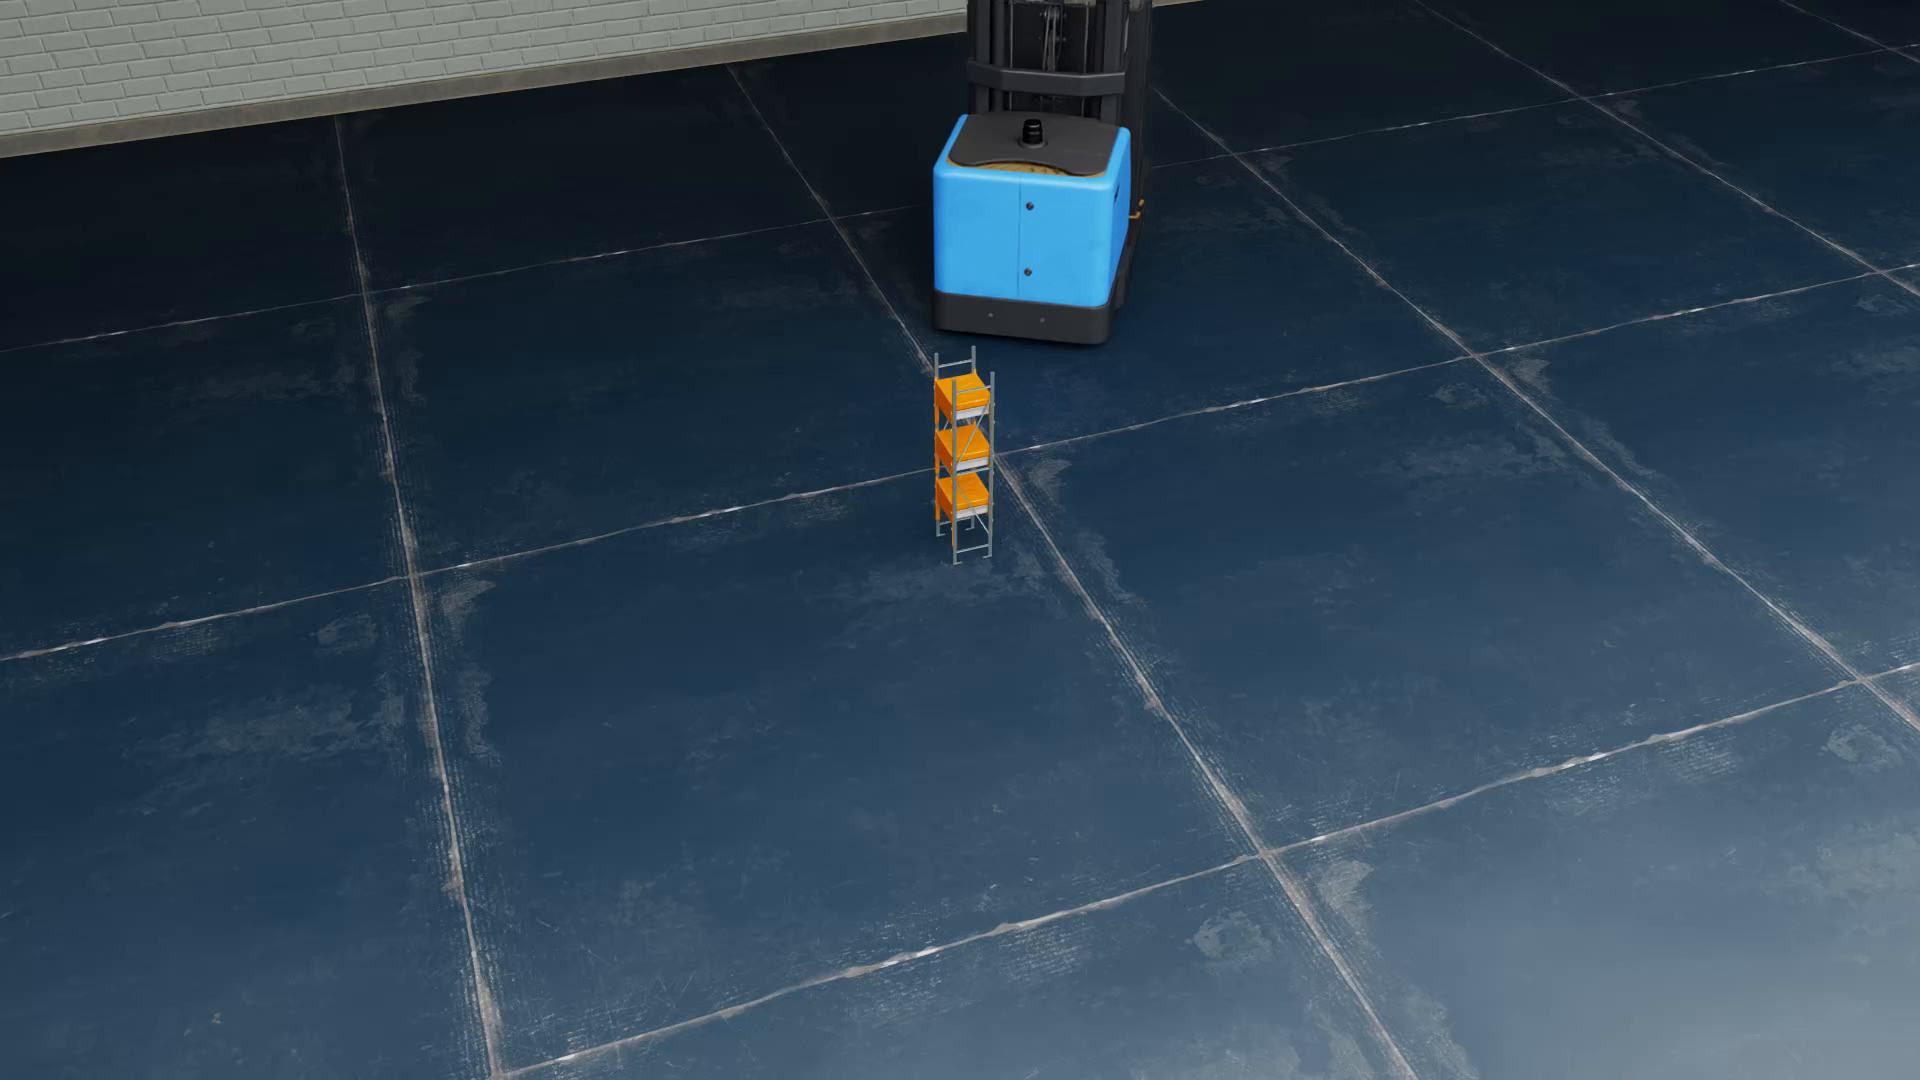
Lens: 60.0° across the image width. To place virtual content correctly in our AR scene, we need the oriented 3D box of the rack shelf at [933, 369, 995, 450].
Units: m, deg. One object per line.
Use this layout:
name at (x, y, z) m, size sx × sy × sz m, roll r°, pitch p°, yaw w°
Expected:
rack shelf at (0.018, -0.607, 7.730) m, size 0.215 × 0.259 × 0.240 m, roll -12°, pitch 39°, yaw -16°

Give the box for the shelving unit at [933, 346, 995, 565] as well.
shelving unit at (0.018, -0.389, 7.894) m, size 0.215 × 1.050 × 0.252 m, roll -12°, pitch 39°, yaw -16°

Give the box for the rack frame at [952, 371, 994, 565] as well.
rack frame at (0.060, -0.320, 7.803) m, size 0.200 × 1.050 × 0.008 m, roll -12°, pitch 39°, yaw -16°

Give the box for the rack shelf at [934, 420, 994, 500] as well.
rack shelf at (0.018, -0.381, 7.900) m, size 0.215 × 0.259 × 0.240 m, roll -12°, pitch 39°, yaw -16°

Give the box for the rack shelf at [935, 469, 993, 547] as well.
rack shelf at (0.018, -0.159, 8.068) m, size 0.215 × 0.259 × 0.240 m, roll -12°, pitch 39°, yaw -16°

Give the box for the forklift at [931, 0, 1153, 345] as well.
forklift at (0.632, -3.189, 10.048) m, size 1.130 × 2.935 × 3.031 m, roll 7°, pitch 38°, yaw 9°

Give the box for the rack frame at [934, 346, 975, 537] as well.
rack frame at (-0.024, -0.458, 7.985) m, size 0.200 × 1.050 × 0.008 m, roll -12°, pitch 39°, yaw -16°
